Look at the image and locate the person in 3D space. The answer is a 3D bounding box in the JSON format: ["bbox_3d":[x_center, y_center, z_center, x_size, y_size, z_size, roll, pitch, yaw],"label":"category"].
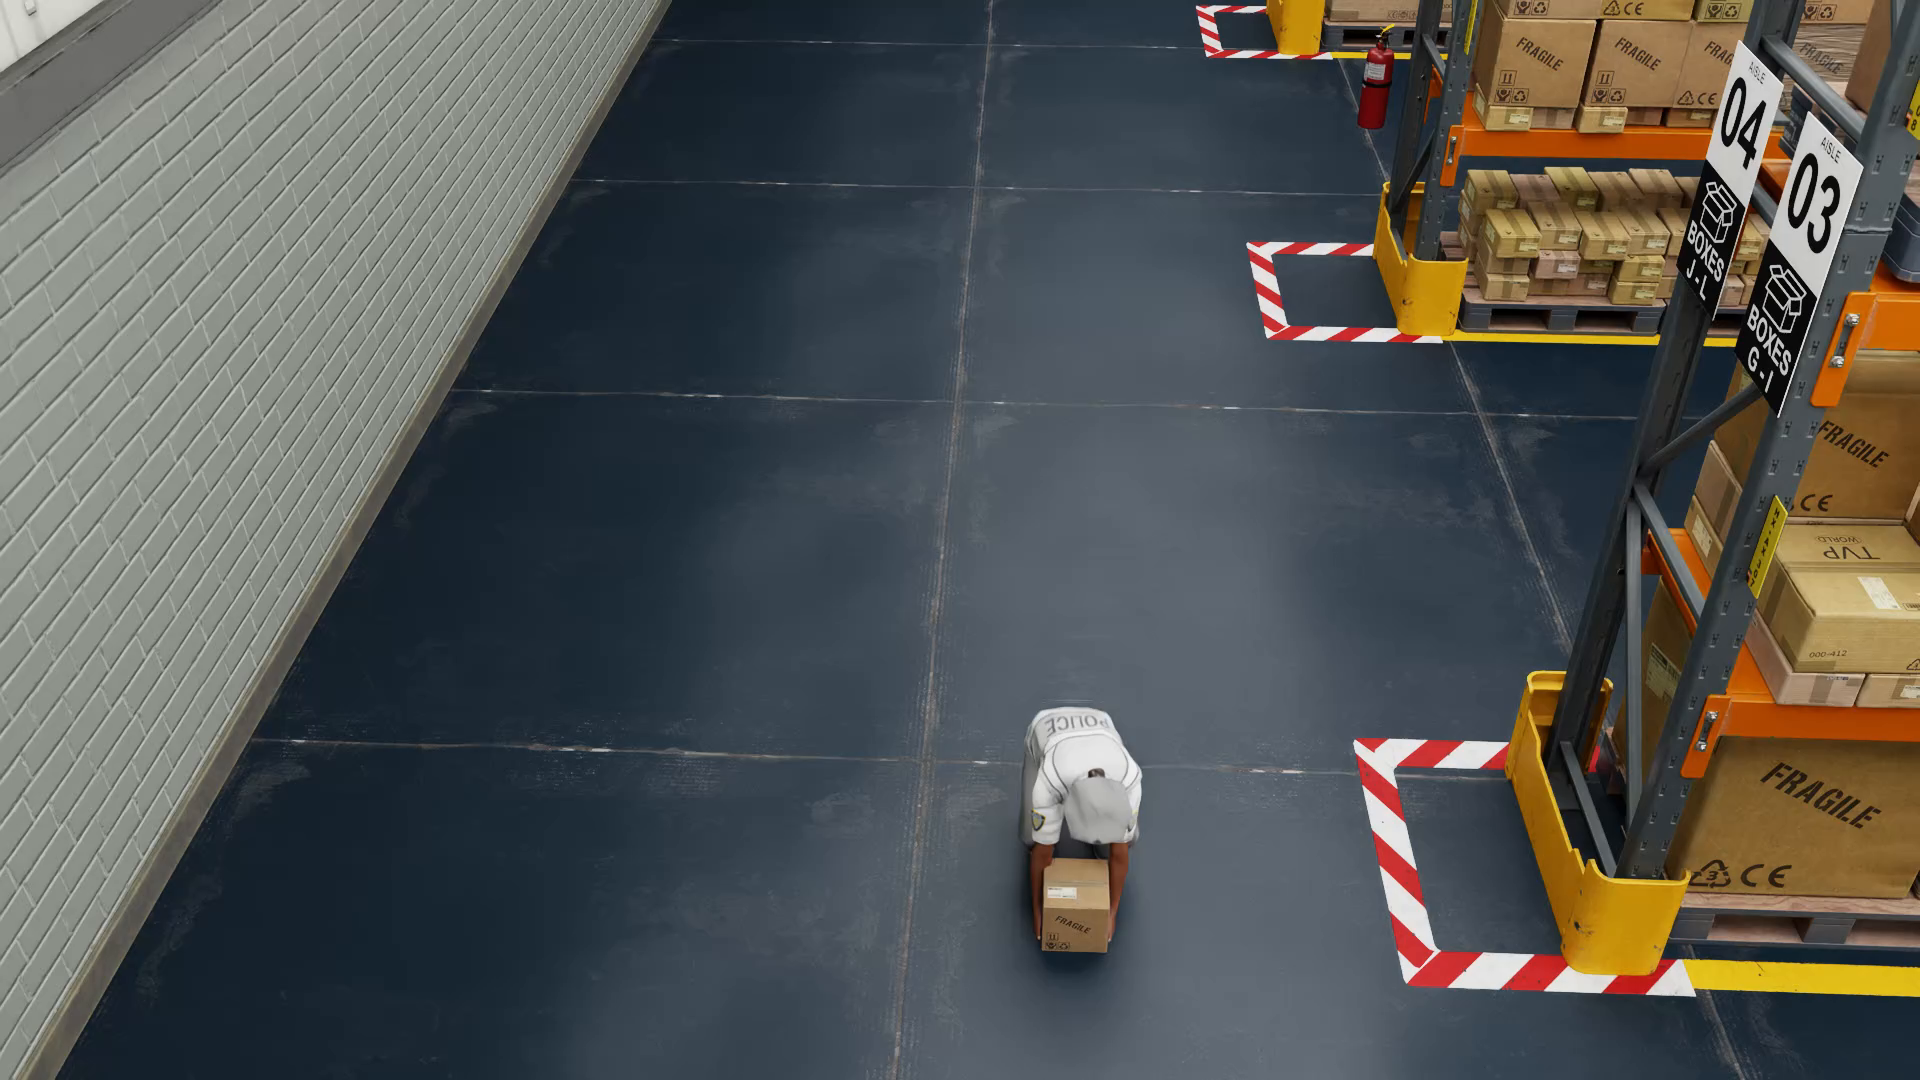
[{"bbox_3d":[0.464,1.041,6.494,0.473,0.852,0.895,1,36,1],"label":"person"}]
